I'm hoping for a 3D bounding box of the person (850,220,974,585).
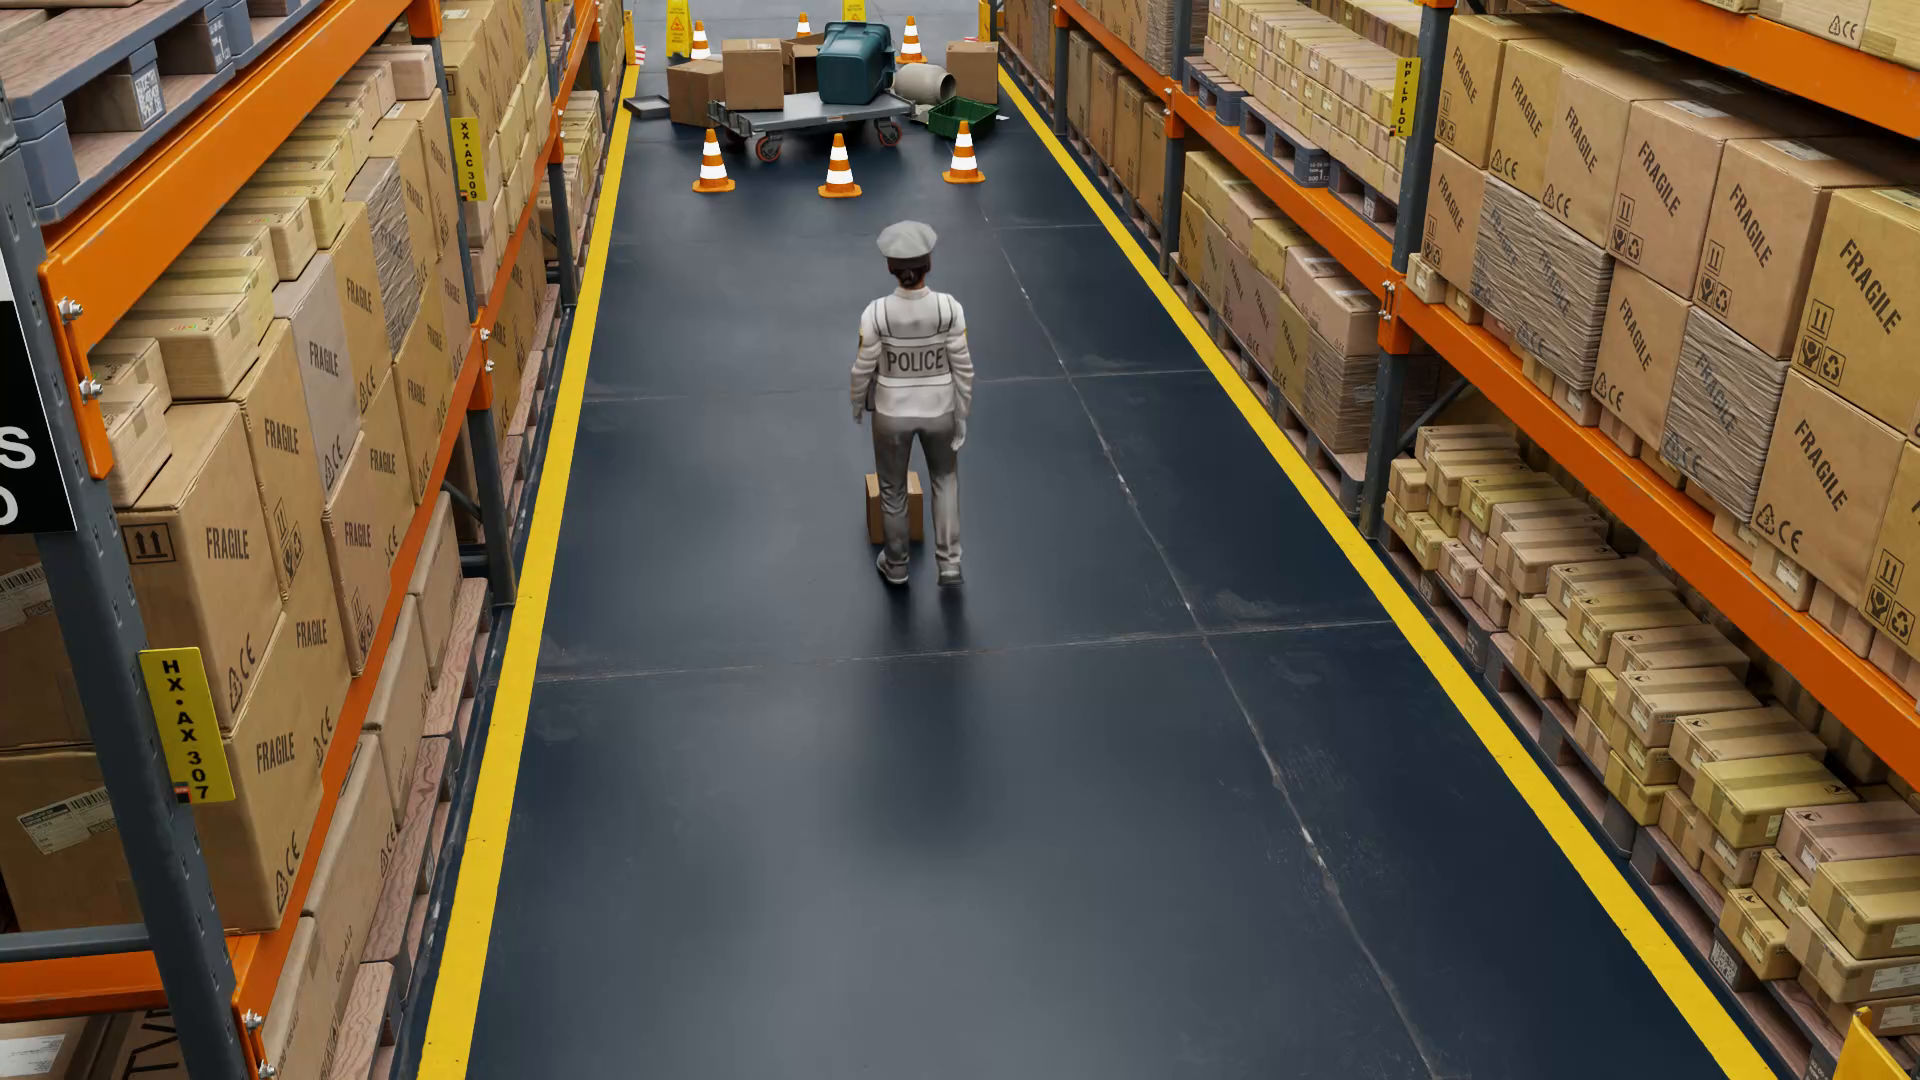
[{"bbox_3d":[-0.217,-0.546,7.143,0.508,1.702,0.490,-5,28,-10],"label":"person"}]
